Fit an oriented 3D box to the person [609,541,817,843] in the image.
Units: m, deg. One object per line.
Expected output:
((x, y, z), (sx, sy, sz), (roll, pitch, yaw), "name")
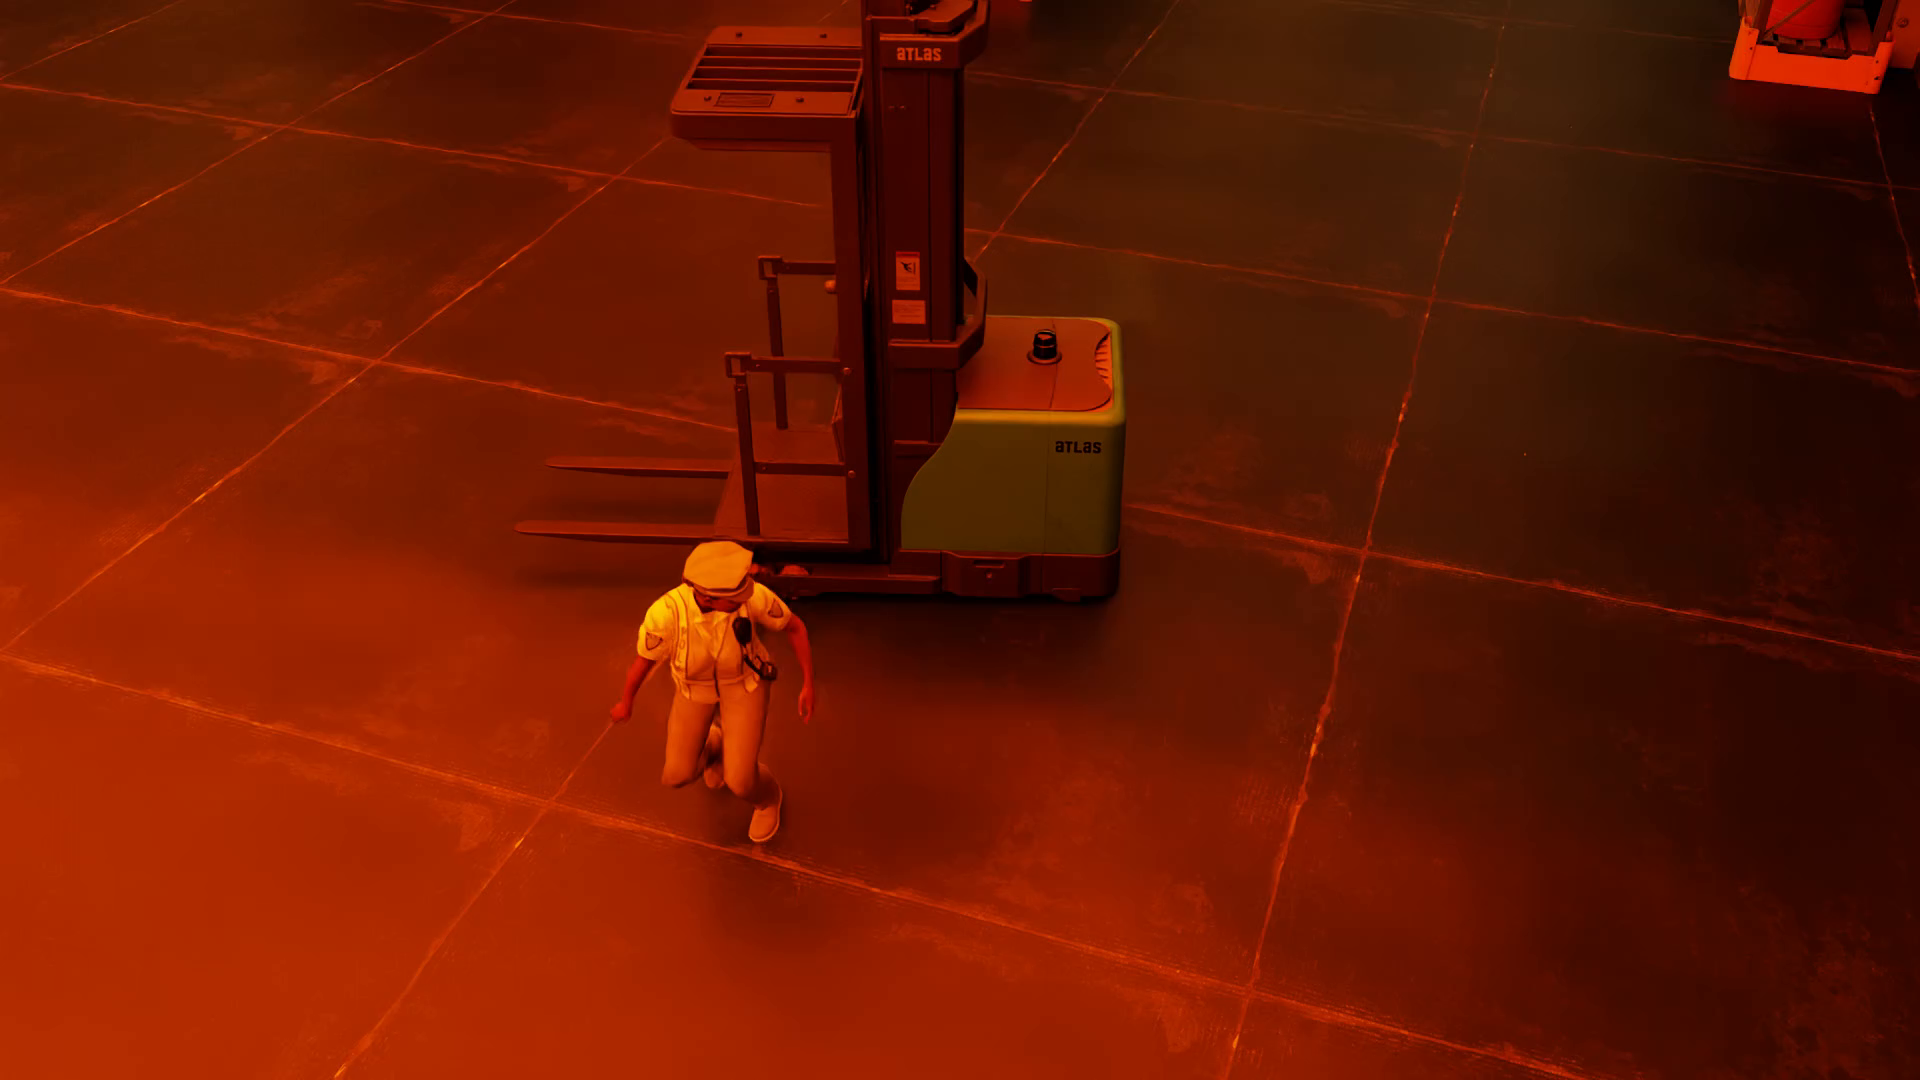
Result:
((-0.981, 0.572, 6.599), (0.833, 1.477, 0.573), (-1, 35, -1), "person")

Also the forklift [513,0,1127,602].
((-0.709, -1.208, 7.815), (3.031, 2.935, 1.130), (2, 35, 2), "forklift")
